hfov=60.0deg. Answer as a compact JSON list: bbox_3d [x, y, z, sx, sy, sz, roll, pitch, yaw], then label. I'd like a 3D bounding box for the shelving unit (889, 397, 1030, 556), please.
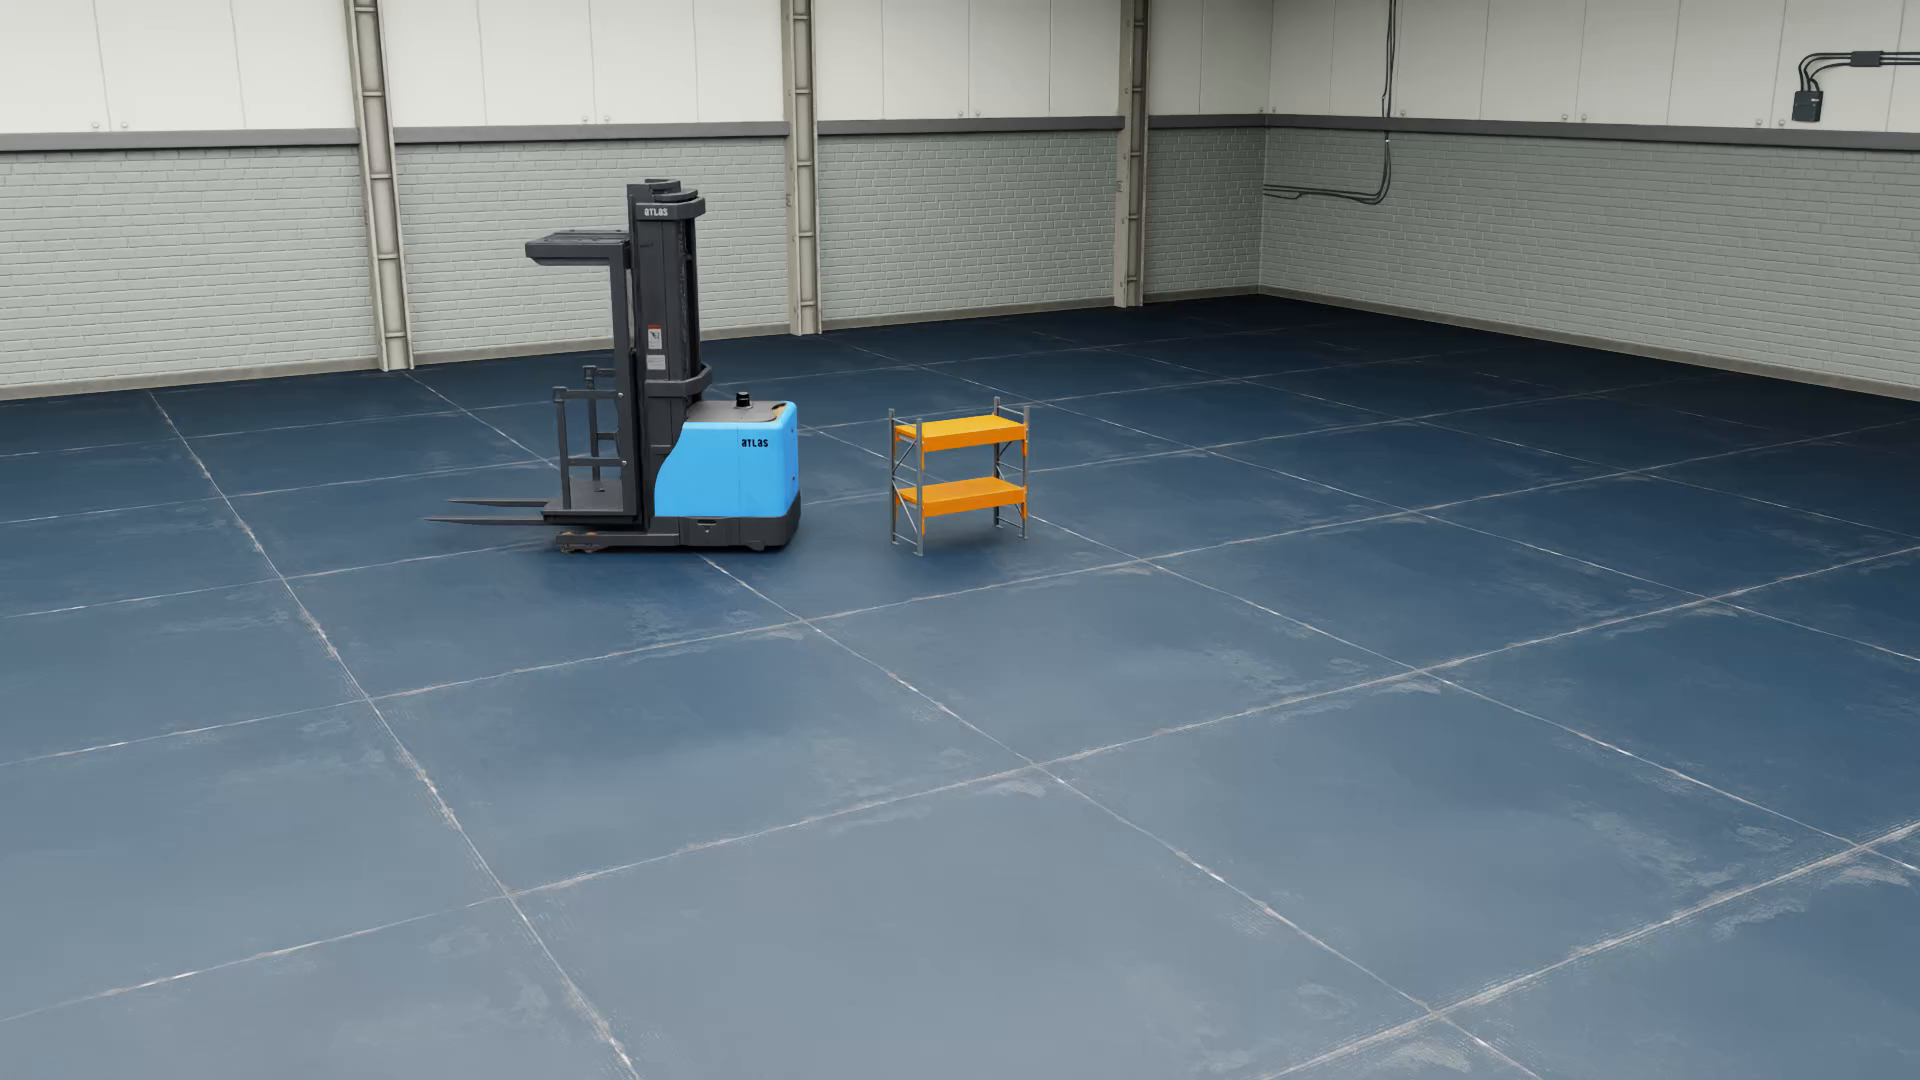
[{"bbox_3d":[-0.006,-0.541,13.755,1.048,1.125,0.538,-9,18,-30],"label":"shelving unit"}]

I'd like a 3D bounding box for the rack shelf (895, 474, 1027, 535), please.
[{"bbox_3d":[-0.006,-0.305,13.821,1.000,0.278,0.538,-9,18,-30],"label":"rack shelf"}]

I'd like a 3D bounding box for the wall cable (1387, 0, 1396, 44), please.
[{"bbox_3d":[7.425,-8.689,24.630,0.112,2.526,3.097,-9,18,-30],"label":"wall cable"}]

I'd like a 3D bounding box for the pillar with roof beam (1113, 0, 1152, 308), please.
[{"bbox_3d":[5.042,-7.278,23.203,0.400,9.000,9.100,-9,18,-30],"label":"pillar with roof beam"}]

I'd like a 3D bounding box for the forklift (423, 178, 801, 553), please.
[{"bbox_3d":[-2.902,-1.448,13.645,3.031,2.935,1.130,0,16,2],"label":"forklift"}]

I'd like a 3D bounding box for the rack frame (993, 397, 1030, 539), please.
[{"bbox_3d":[0.430,-0.611,14.007,0.032,1.125,0.500,-9,18,-30],"label":"rack frame"}]

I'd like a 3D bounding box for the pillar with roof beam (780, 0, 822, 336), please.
[{"bbox_3d":[-0.101,-6.444,20.227,0.400,9.000,9.100,-9,18,-30],"label":"pillar with roof beam"}]

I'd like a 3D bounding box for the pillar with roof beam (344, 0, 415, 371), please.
[{"bbox_3d":[-5.244,-5.610,17.252,0.400,9.000,9.100,-9,18,-30],"label":"pillar with roof beam"}]

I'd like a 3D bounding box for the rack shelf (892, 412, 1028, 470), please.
[{"bbox_3d":[-0.006,-0.823,13.676,1.000,0.278,0.538,-9,18,-30],"label":"rack shelf"}]

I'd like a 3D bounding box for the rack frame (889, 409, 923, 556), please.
[{"bbox_3d":[-0.442,-0.470,13.503,0.032,1.125,0.500,-9,18,-30],"label":"rack frame"}]

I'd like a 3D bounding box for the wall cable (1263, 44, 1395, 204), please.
[{"bbox_3d":[6.031,-6.883,27.545,0.112,2.526,3.097,-9,18,-30],"label":"wall cable"}]

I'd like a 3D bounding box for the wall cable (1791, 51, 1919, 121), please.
[{"bbox_3d":[10.907,-7.817,18.823,0.169,6.003,2.305,-9,18,-30],"label":"wall cable"}]
